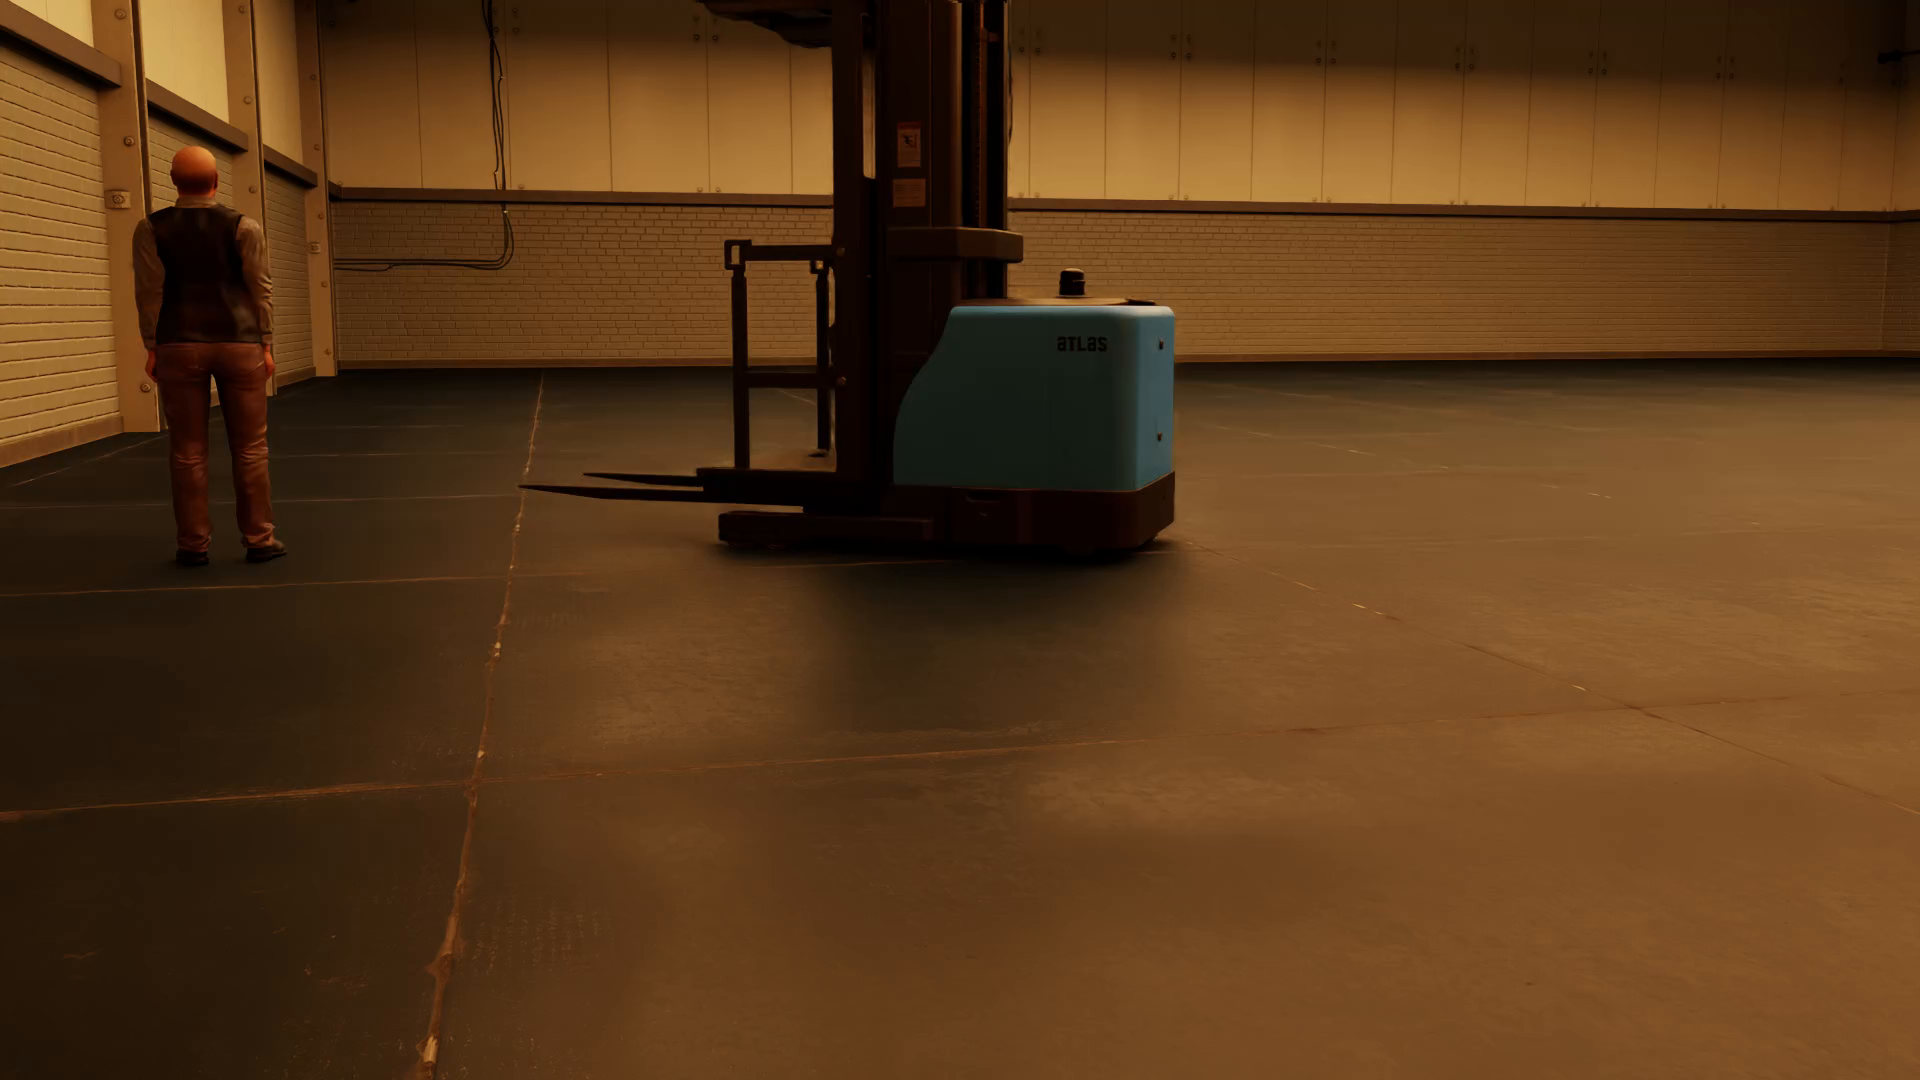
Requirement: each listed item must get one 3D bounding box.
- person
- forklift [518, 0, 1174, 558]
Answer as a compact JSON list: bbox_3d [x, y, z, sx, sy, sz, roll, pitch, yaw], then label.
[{"bbox_3d":[-3.141,-0.763,6.960,0.524,1.723,0.374,-3,9,-21],"label":"person"},{"bbox_3d":[-0.572,-1.471,7.645,3.031,2.935,1.130,2,8,17],"label":"forklift"}]
